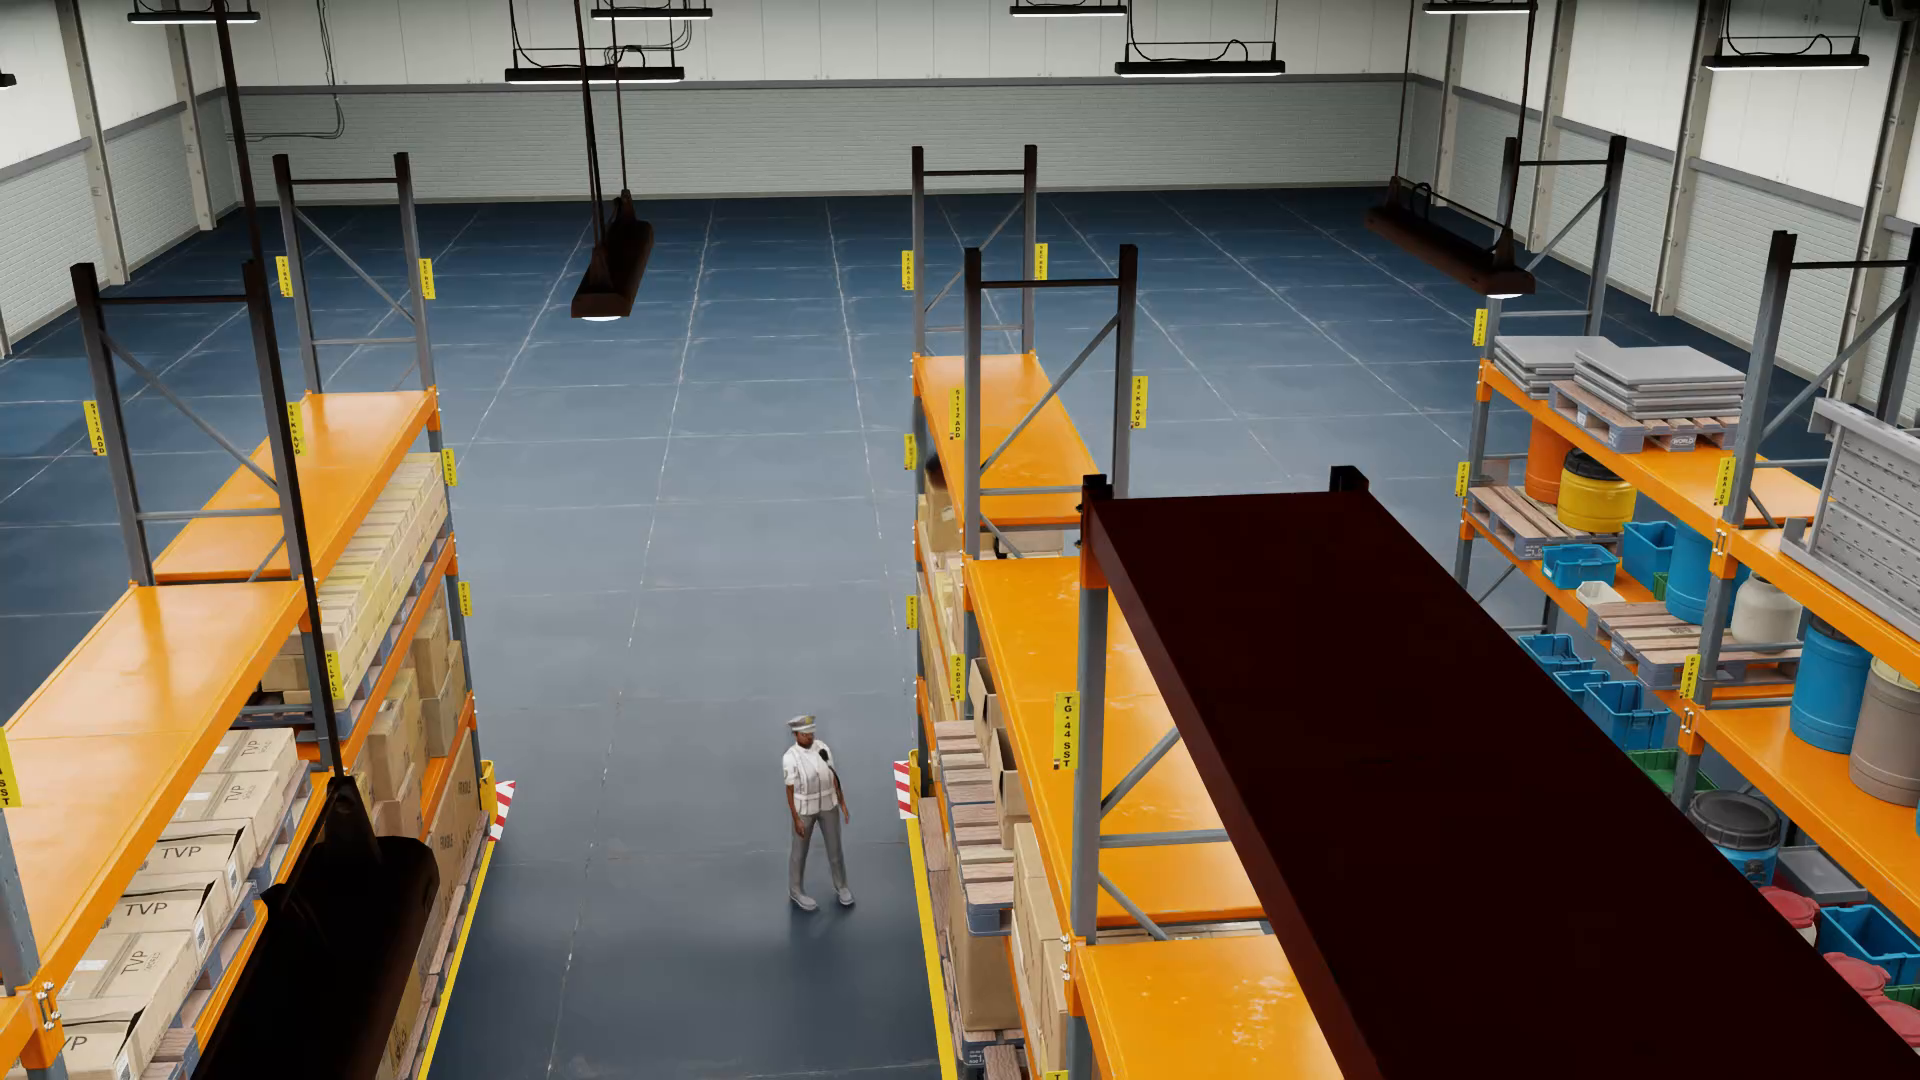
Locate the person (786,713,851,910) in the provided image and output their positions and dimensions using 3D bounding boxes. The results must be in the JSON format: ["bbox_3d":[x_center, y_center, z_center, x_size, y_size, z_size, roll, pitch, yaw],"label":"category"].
[{"bbox_3d":[-1.175,2.219,13.760,0.516,1.682,0.504,1,22,2],"label":"person"}]
